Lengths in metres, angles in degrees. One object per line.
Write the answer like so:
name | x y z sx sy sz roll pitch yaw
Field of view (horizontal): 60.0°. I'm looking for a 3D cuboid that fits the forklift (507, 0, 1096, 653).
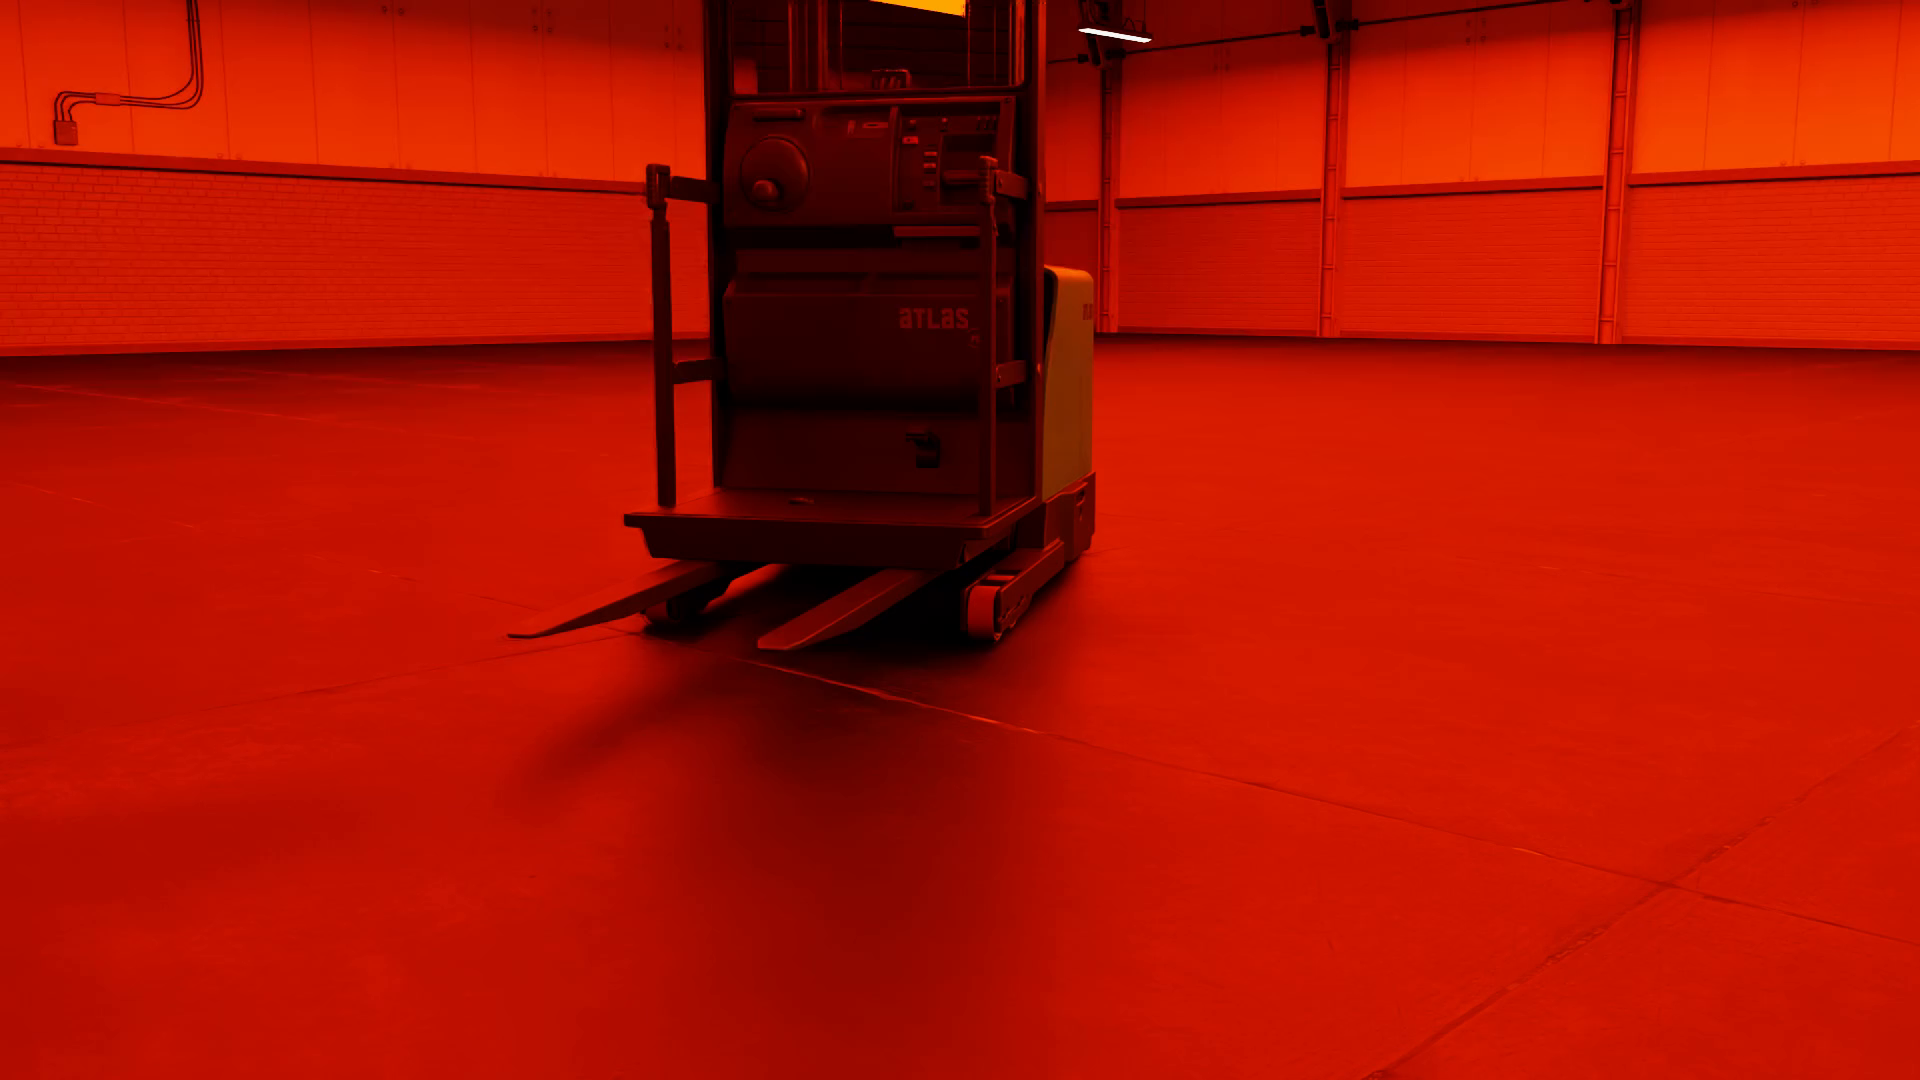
forklift | -0.337 -1.219 4.971 1.130 2.935 3.031 2 9 14
